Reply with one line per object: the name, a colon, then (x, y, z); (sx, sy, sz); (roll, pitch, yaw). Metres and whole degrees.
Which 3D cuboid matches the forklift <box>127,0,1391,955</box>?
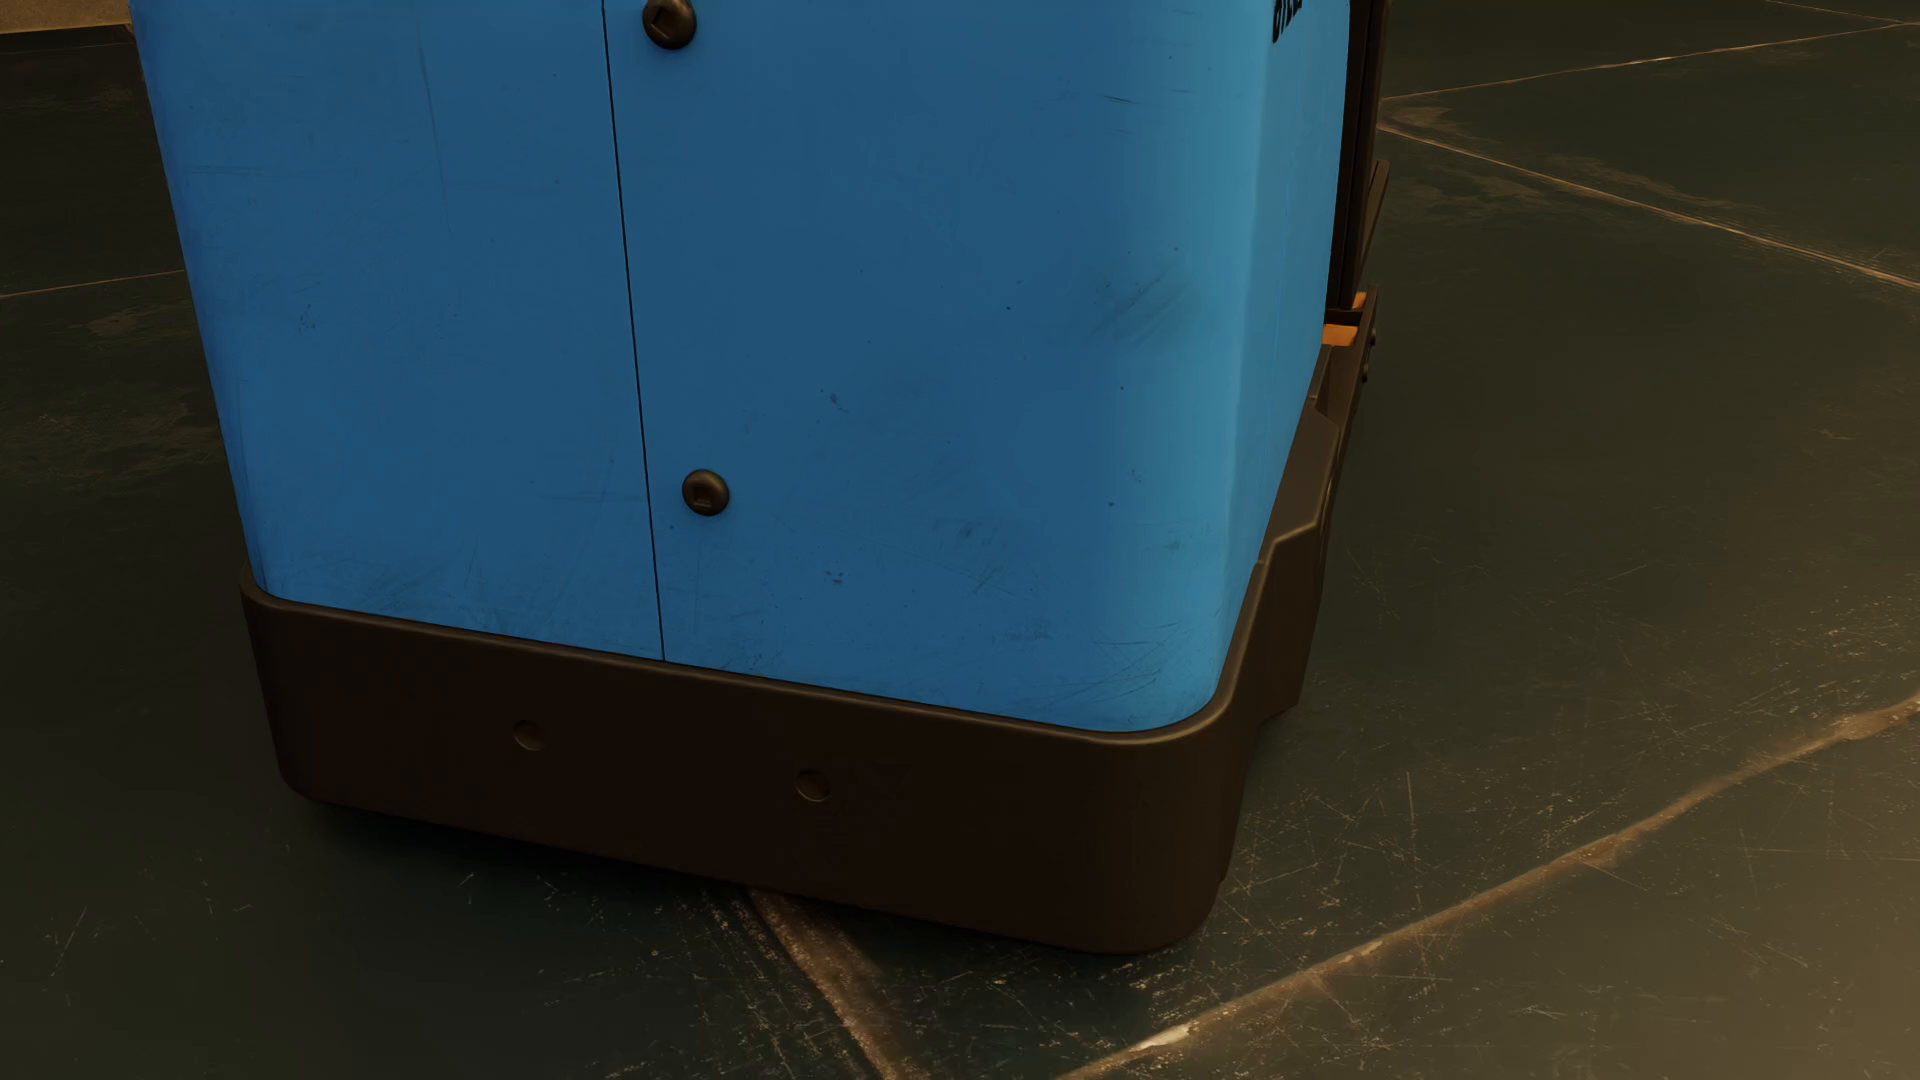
forklift: (0.149, -1.564, 2.342); (1.130, 2.935, 3.031); (8, 28, 15)
